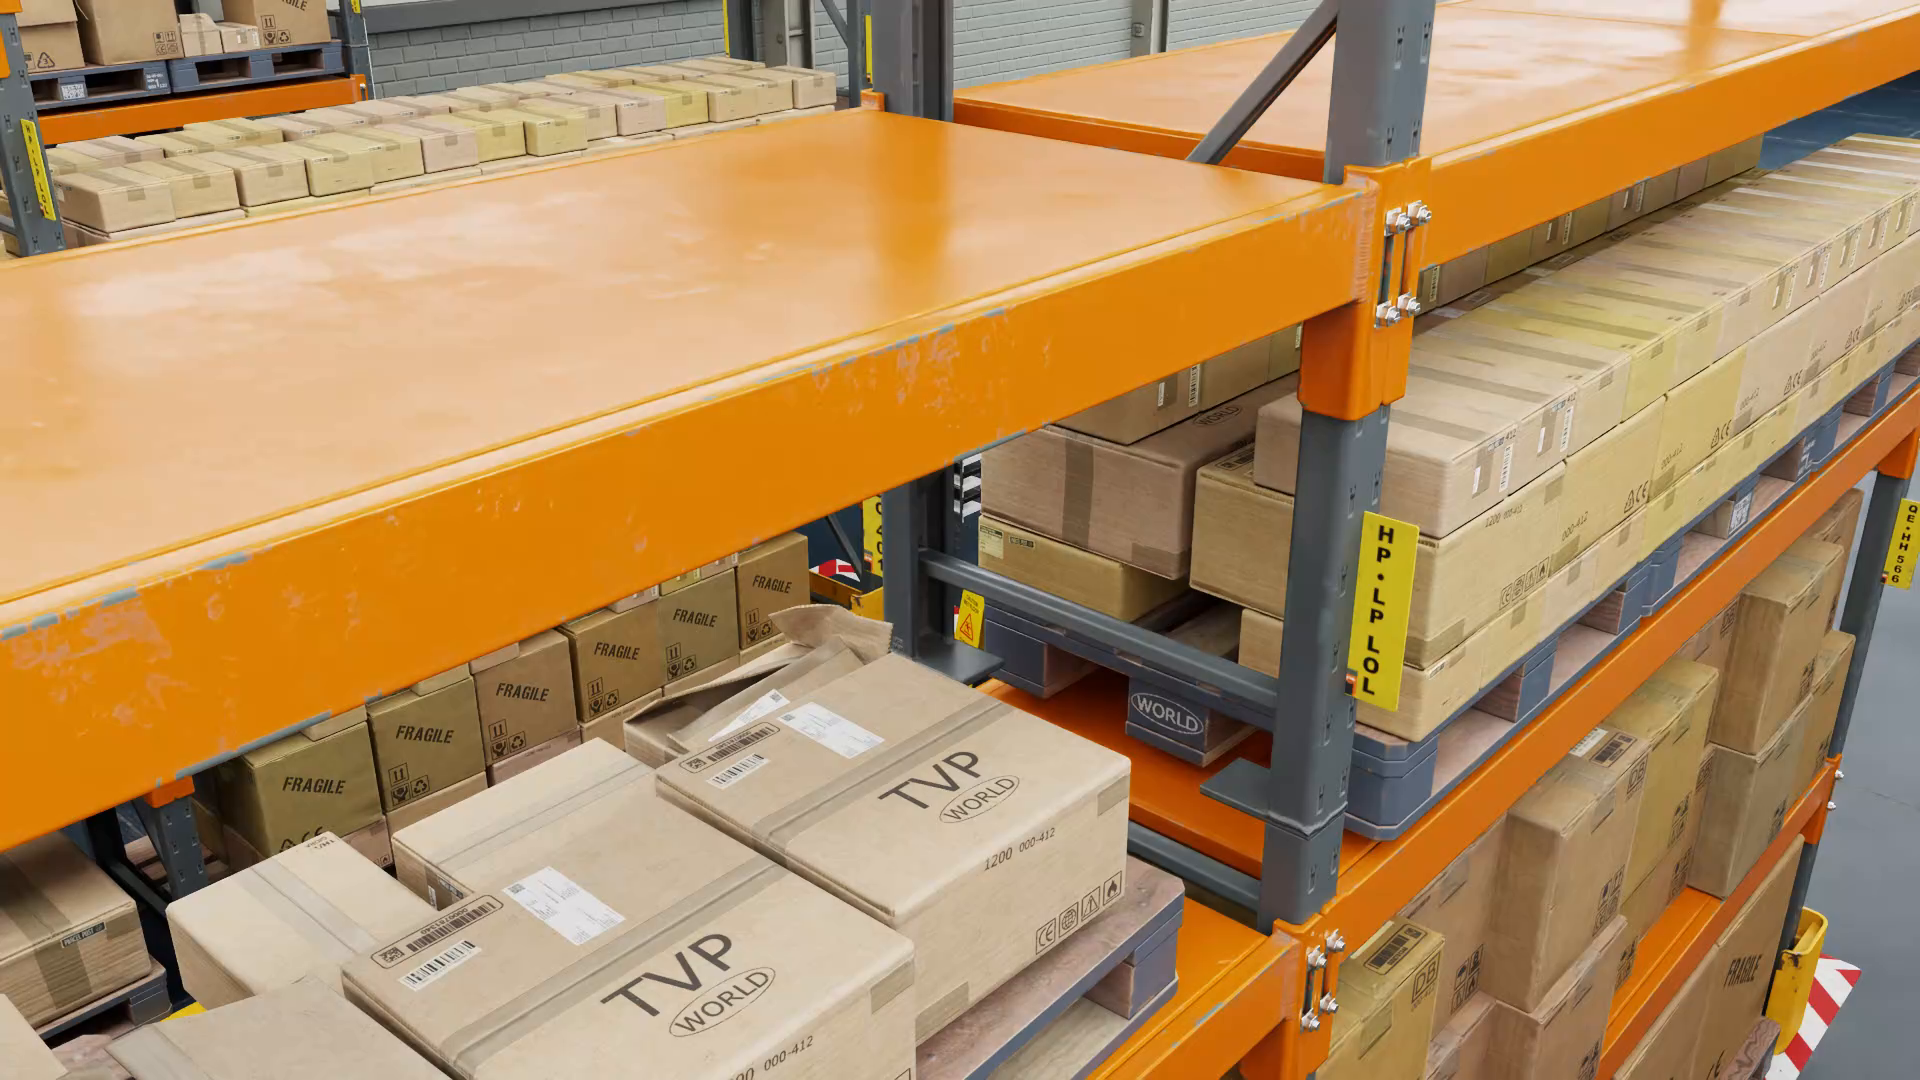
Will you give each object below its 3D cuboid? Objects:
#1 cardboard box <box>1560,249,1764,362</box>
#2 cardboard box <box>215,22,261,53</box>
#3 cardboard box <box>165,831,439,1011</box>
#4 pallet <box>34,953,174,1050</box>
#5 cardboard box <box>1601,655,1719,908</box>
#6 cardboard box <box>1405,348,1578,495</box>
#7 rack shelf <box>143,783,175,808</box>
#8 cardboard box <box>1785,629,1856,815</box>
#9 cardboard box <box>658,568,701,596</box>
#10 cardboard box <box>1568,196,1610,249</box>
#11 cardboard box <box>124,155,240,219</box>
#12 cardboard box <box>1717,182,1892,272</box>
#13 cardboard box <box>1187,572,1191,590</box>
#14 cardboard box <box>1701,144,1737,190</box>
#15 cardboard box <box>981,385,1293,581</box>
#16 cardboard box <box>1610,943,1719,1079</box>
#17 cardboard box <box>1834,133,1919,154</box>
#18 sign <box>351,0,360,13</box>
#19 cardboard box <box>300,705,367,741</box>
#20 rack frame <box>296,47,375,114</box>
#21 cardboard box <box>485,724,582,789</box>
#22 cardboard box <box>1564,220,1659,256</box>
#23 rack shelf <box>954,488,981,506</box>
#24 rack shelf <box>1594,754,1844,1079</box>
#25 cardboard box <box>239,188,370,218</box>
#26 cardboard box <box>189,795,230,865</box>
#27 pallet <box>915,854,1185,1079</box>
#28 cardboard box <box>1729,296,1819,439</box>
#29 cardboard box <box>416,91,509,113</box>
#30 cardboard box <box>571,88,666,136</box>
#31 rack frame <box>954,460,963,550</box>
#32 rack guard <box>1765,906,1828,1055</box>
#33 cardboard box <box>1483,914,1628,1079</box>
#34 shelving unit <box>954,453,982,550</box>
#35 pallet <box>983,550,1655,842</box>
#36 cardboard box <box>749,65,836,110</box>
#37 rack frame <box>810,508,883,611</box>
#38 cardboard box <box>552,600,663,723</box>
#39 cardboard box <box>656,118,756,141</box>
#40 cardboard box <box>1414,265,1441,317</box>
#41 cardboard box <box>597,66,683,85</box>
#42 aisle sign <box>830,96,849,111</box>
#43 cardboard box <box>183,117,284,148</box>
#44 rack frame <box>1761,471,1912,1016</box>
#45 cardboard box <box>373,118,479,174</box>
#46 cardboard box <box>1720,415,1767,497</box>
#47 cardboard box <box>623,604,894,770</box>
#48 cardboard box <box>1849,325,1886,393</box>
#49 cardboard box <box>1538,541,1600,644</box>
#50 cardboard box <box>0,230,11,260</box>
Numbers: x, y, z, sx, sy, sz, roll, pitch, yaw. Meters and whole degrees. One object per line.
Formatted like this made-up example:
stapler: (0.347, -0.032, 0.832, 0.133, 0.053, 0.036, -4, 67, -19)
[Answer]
cardboard box: (1.600, -0.543, 3.826, 0.380, 0.149, 0.250, 20, 31, 37)
cardboard box: (-4.855, -3.331, 11.019, 0.380, 0.149, 0.250, 19, 30, 36)
cardboard box: (-0.874, 0.583, 2.289, 0.380, 0.149, 0.250, 20, 31, 38)
pallet: (-4.017, 1.907, 6.738, 1.003, 0.211, 1.213, 20, 31, 38)
cardboard box: (1.618, 0.564, 4.822, 0.875, 0.550, 0.500, 20, 31, 38)
cardboard box: (0.921, -0.233, 3.134, 0.380, 0.149, 0.250, 20, 31, 37)
rack shelf: (-4.833, 1.335, 5.485, 1.077, 0.370, 4.000, 20, 31, 38)
cardboard box: (2.711, 0.557, 6.159, 0.875, 0.550, 0.550, 20, 31, 38)
cardboard box: (-1.534, 0.125, 8.443, 0.380, 0.149, 0.250, 21, 31, 38)
cardboard box: (1.616, -0.954, 4.742, 0.380, 0.149, 0.250, 20, 31, 37)
cardboard box: (-2.893, -1.315, 6.181, 0.380, 0.149, 0.250, 21, 32, 39)
cardboard box: (2.275, -0.852, 4.513, 0.380, 0.149, 0.250, 20, 31, 38)
cardboard box: (0.428, -0.048, 3.696, 0.380, 0.149, 0.250, 21, 31, 38)
cardboard box: (2.297, -1.265, 5.435, 0.380, 0.149, 0.250, 20, 31, 38)
cardboard box: (0.393, -0.175, 3.492, 0.500, 0.250, 0.500, 20, 31, 37)
cardboard box: (1.936, 1.771, 5.718, 0.875, 0.875, 0.875, 20, 31, 37)
cardboard box: (2.953, -1.160, 5.202, 0.380, 0.149, 0.250, 21, 31, 38)
sign: (-4.133, -3.760, 11.317, 0.100, 0.325, 0.005, 20, 31, 38)
cardboard box: (-2.776, 0.695, 7.173, 0.380, 0.149, 0.250, 21, 31, 38)
rack frame: (-4.528, -2.175, 12.436, 1.000, 3.000, 0.127, 20, 31, 38)
cardboard box: (-2.204, 1.026, 8.142, 0.500, 0.250, 0.500, 20, 31, 37)
cardboard box: (1.737, -0.788, 4.859, 0.500, 0.250, 0.500, 20, 31, 37)
rack shelf: (-0.005, -0.296, 11.111, 0.258, 0.077, 0.200, 20, 31, 38)
rack shelf: (1.590, 1.437, 5.258, 1.077, 0.370, 4.000, 20, 31, 38)
cardboard box: (-2.664, -1.258, 6.542, 0.500, 0.250, 0.500, 20, 31, 37)
cardboard box: (-3.304, 1.207, 7.739, 0.500, 0.250, 0.500, 22, 32, 40)
pallet: (-0.320, 0.730, 2.524, 0.805, 0.209, 1.217, 19, 30, 36)
cardboard box: (1.799, -0.490, 4.194, 0.500, 0.250, 0.500, 20, 31, 38)
cardboard box: (-2.257, -1.932, 7.558, 0.380, 0.149, 0.250, 21, 32, 39)
cardboard box: (-1.568, -1.969, 7.641, 0.380, 0.149, 0.250, 20, 31, 38)
rack frame: (-0.073, -0.377, 10.991, 0.240, 0.900, 0.006, 20, 31, 38)
rack guard: (2.941, 1.633, 6.997, 1.175, 0.500, 0.348, 20, 31, 38)
cardboard box: (1.291, 1.228, 4.661, 0.875, 0.550, 0.550, 20, 31, 38)
shelving unit: (-0.005, -0.408, 11.060, 0.258, 0.900, 0.210, 20, 31, 38)
pallet: (0.809, 0.144, 3.705, 1.003, 0.211, 1.213, 20, 31, 38)
cardboard box: (-0.835, -2.256, 8.280, 0.380, 0.149, 0.250, 21, 31, 38)
rack frame: (-0.829, -0.821, 9.415, 1.000, 3.000, 0.127, 20, 31, 38)
cardboard box: (-1.857, 0.527, 8.340, 0.500, 0.500, 0.500, 19, 31, 36)
cardboard box: (-1.316, -1.878, 7.927, 0.500, 0.250, 0.500, 20, 31, 37)
cardboard box: (0.937, -0.644, 4.051, 0.380, 0.149, 0.250, 20, 31, 38)
cardboard box: (-1.587, -2.246, 8.259, 0.380, 0.149, 0.250, 20, 31, 37)
aisle sign: (-0.572, -1.947, 8.749, 0.394, 0.787, 0.004, 20, 31, 38)
cardboard box: (-3.017, -1.647, 6.922, 0.380, 0.149, 0.250, 21, 32, 39)
rack frame: (2.925, 0.500, 6.469, 1.000, 3.000, 0.127, 20, 31, 38)
cardboard box: (-2.217, -1.639, 6.905, 0.380, 0.149, 0.250, 20, 31, 37)
cardboard box: (1.766, -0.255, 4.157, 0.380, 0.149, 0.250, 21, 31, 38)
cardboard box: (-0.334, 0.289, 2.801, 0.258, 0.266, 0.396, 20, 31, 37)
cardboard box: (2.447, -0.566, 4.851, 0.380, 0.149, 0.250, 21, 31, 38)
cardboard box: (1.090, 0.054, 3.469, 0.380, 0.149, 0.250, 20, 31, 37)
cardboard box: (-5.963, -1.864, 10.463, 0.380, 0.149, 0.250, 20, 31, 37)
